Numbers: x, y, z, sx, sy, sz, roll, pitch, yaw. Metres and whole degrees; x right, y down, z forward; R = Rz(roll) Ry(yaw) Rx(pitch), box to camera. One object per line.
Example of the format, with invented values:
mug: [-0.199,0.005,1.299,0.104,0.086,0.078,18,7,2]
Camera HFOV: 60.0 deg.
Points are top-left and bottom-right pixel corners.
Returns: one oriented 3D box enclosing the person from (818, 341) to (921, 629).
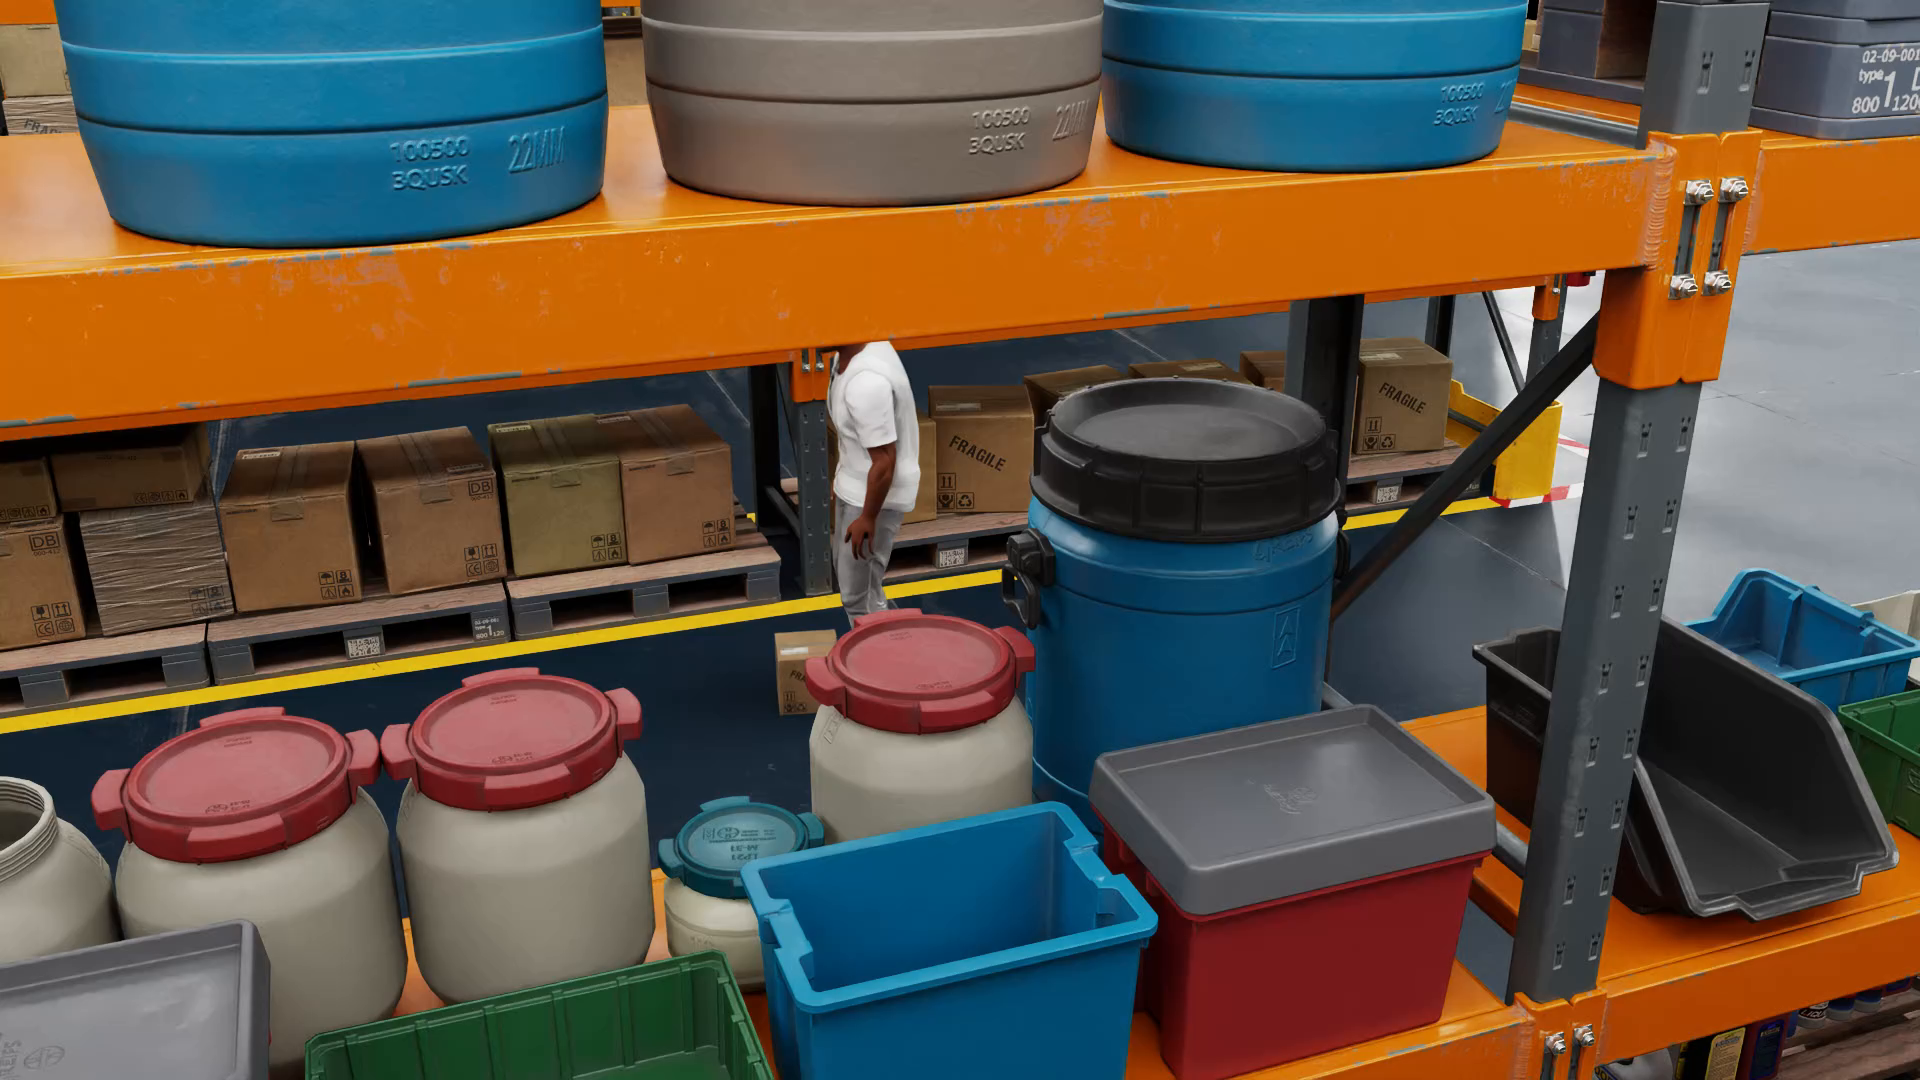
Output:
person: [-0.391,-0.177,6.497,0.458,1.760,0.616,-4,23,-9]
